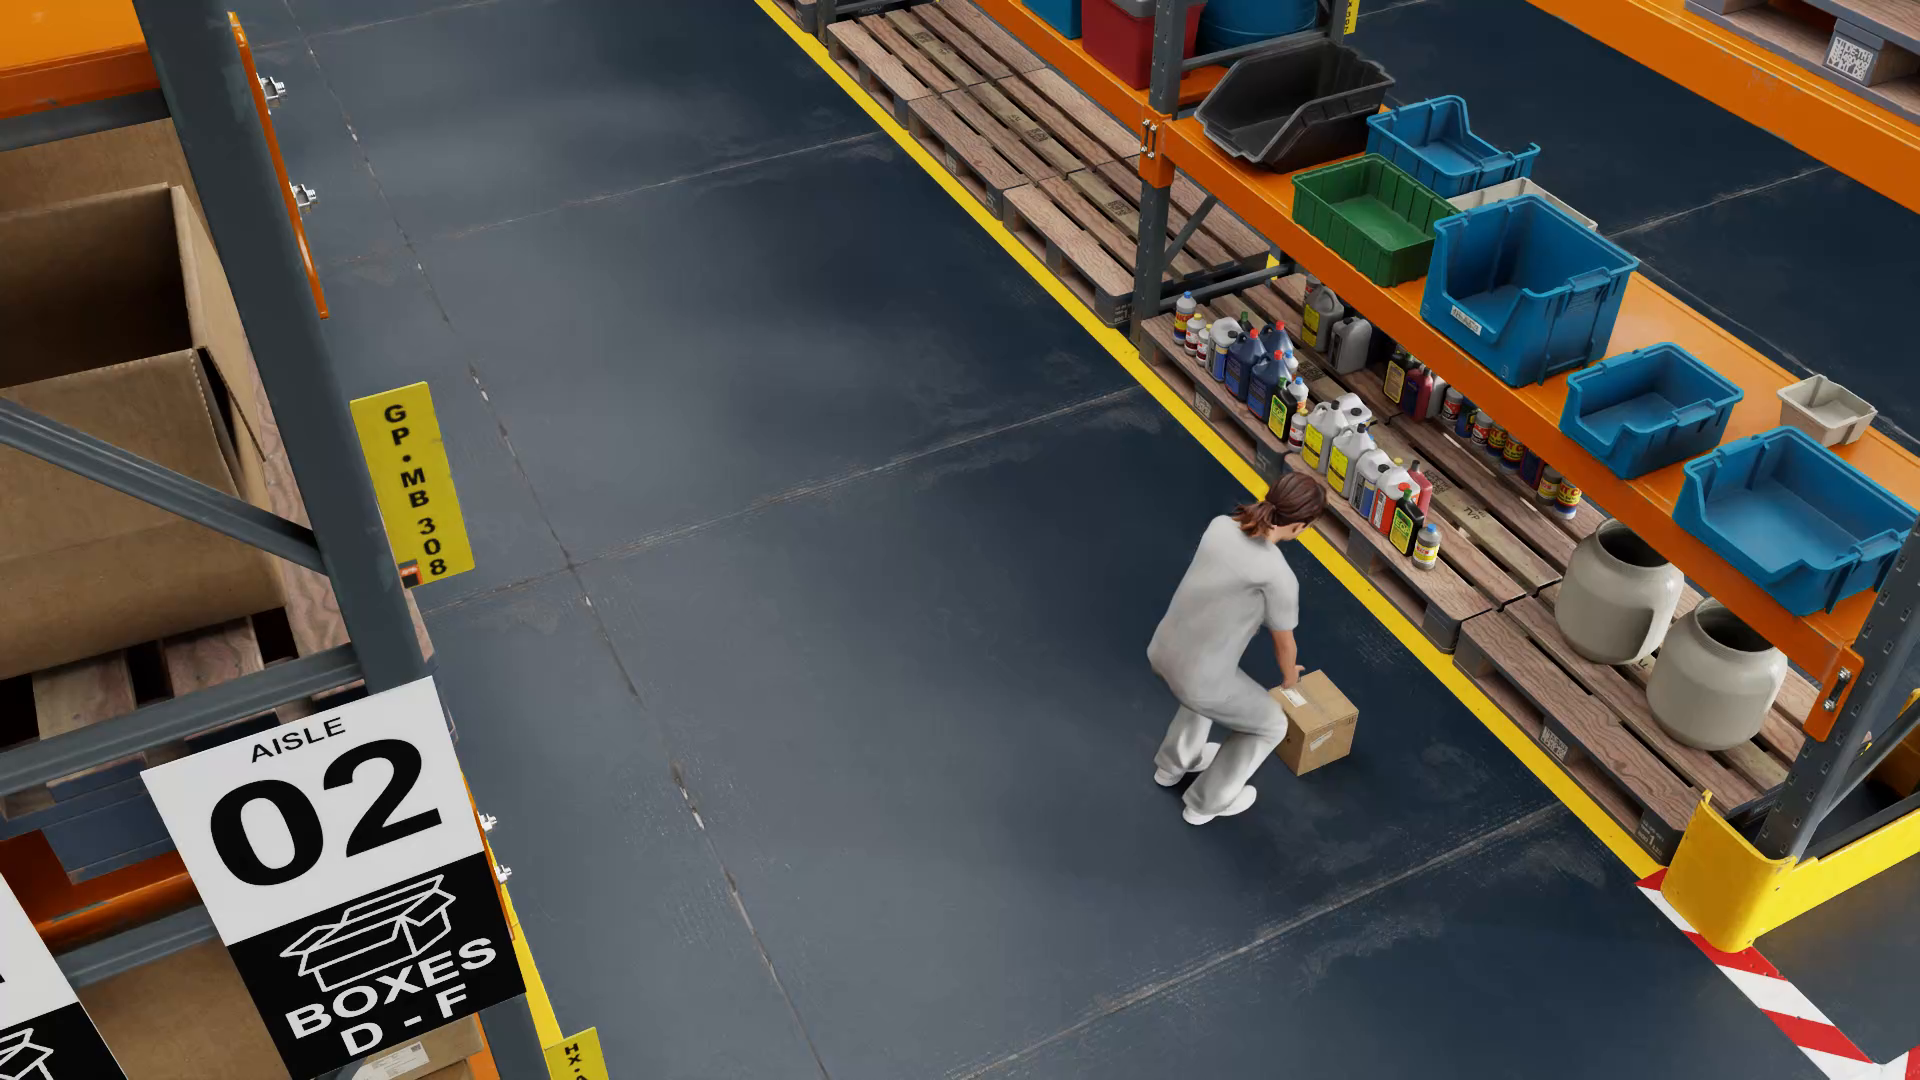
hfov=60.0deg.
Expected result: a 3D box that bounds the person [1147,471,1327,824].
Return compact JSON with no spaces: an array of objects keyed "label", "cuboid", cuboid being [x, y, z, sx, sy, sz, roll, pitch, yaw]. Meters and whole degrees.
[{"label":"person","cuboid":[0.953,0.385,5.924,0.616,1.417,0.490,-19,45,-20]}]
